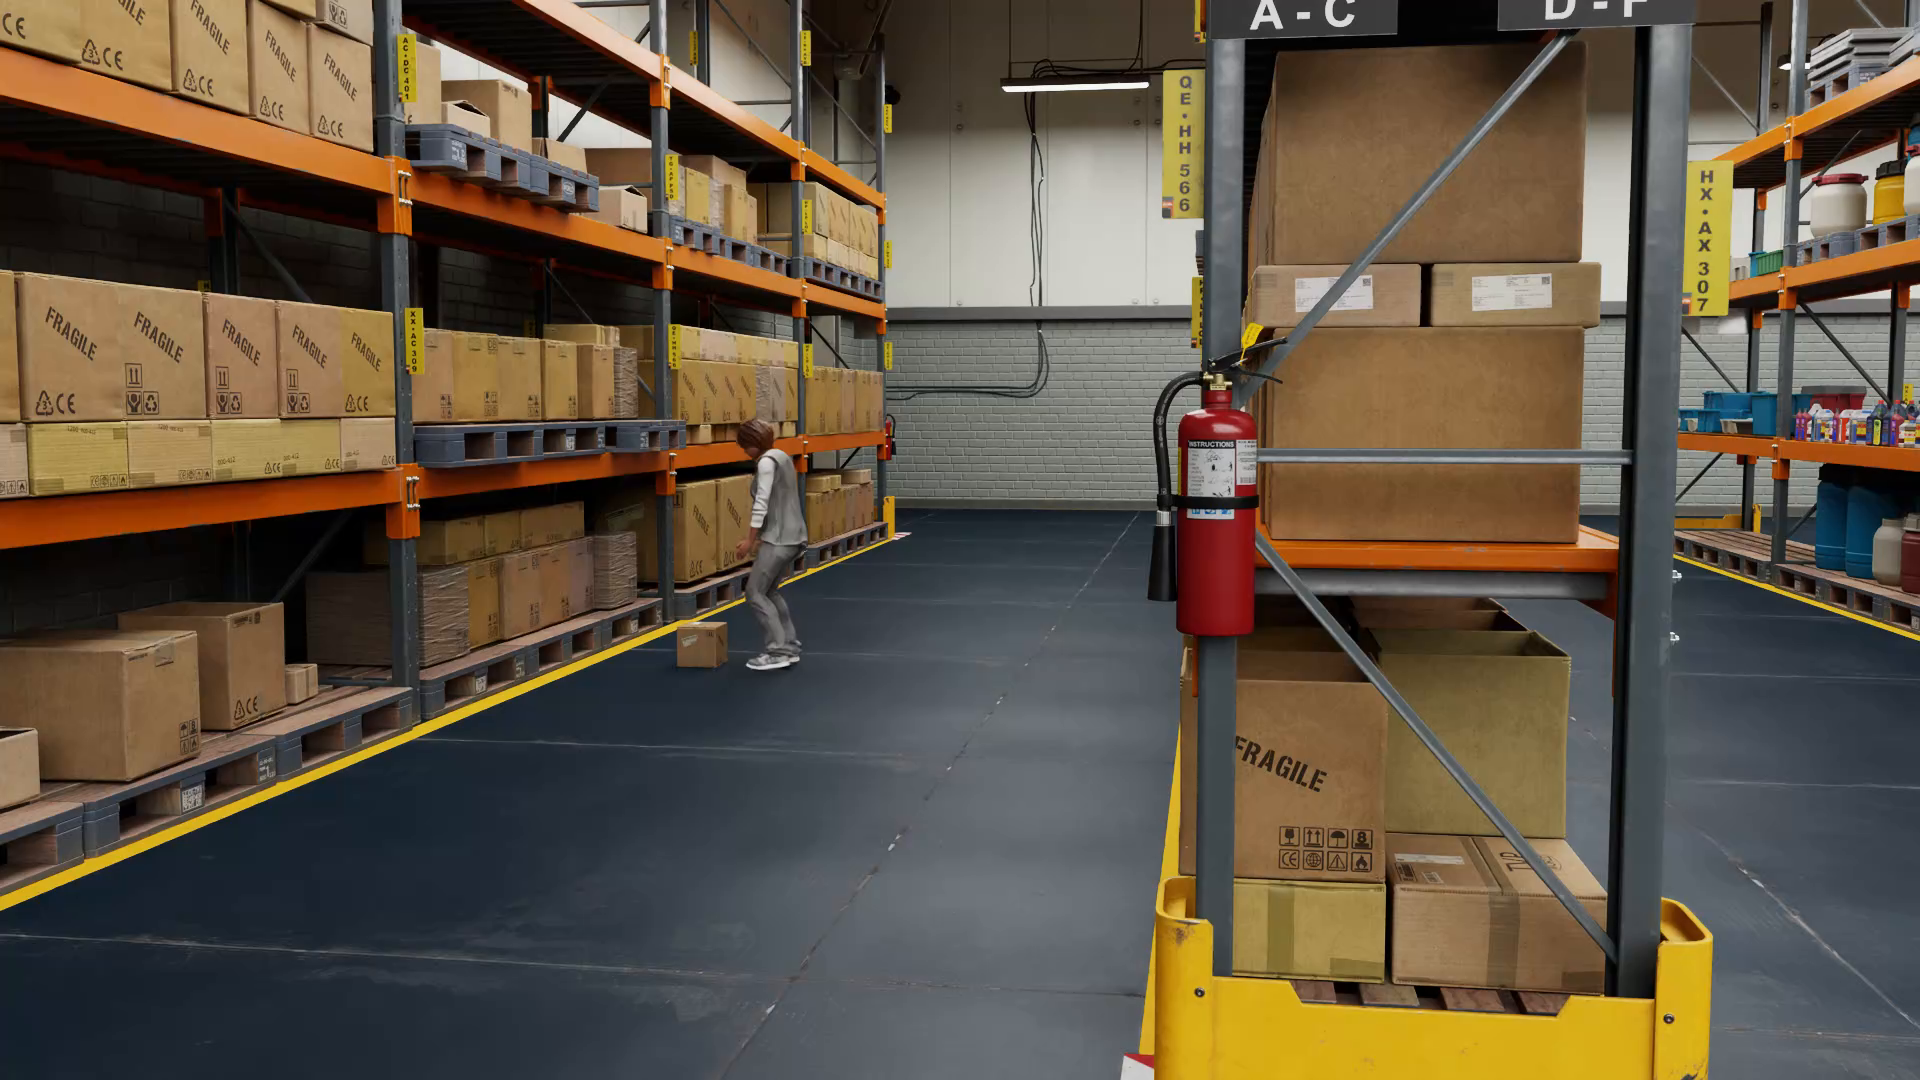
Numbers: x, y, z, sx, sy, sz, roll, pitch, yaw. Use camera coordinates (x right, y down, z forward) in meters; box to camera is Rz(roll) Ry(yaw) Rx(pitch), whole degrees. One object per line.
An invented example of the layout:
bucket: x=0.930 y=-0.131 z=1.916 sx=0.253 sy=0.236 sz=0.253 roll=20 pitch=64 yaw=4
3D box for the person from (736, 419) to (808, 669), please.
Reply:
person: x=-1.160 y=0.024 z=10.248 sx=0.417 sy=1.538 sz=0.433 roll=1 pitch=5 yaw=10
